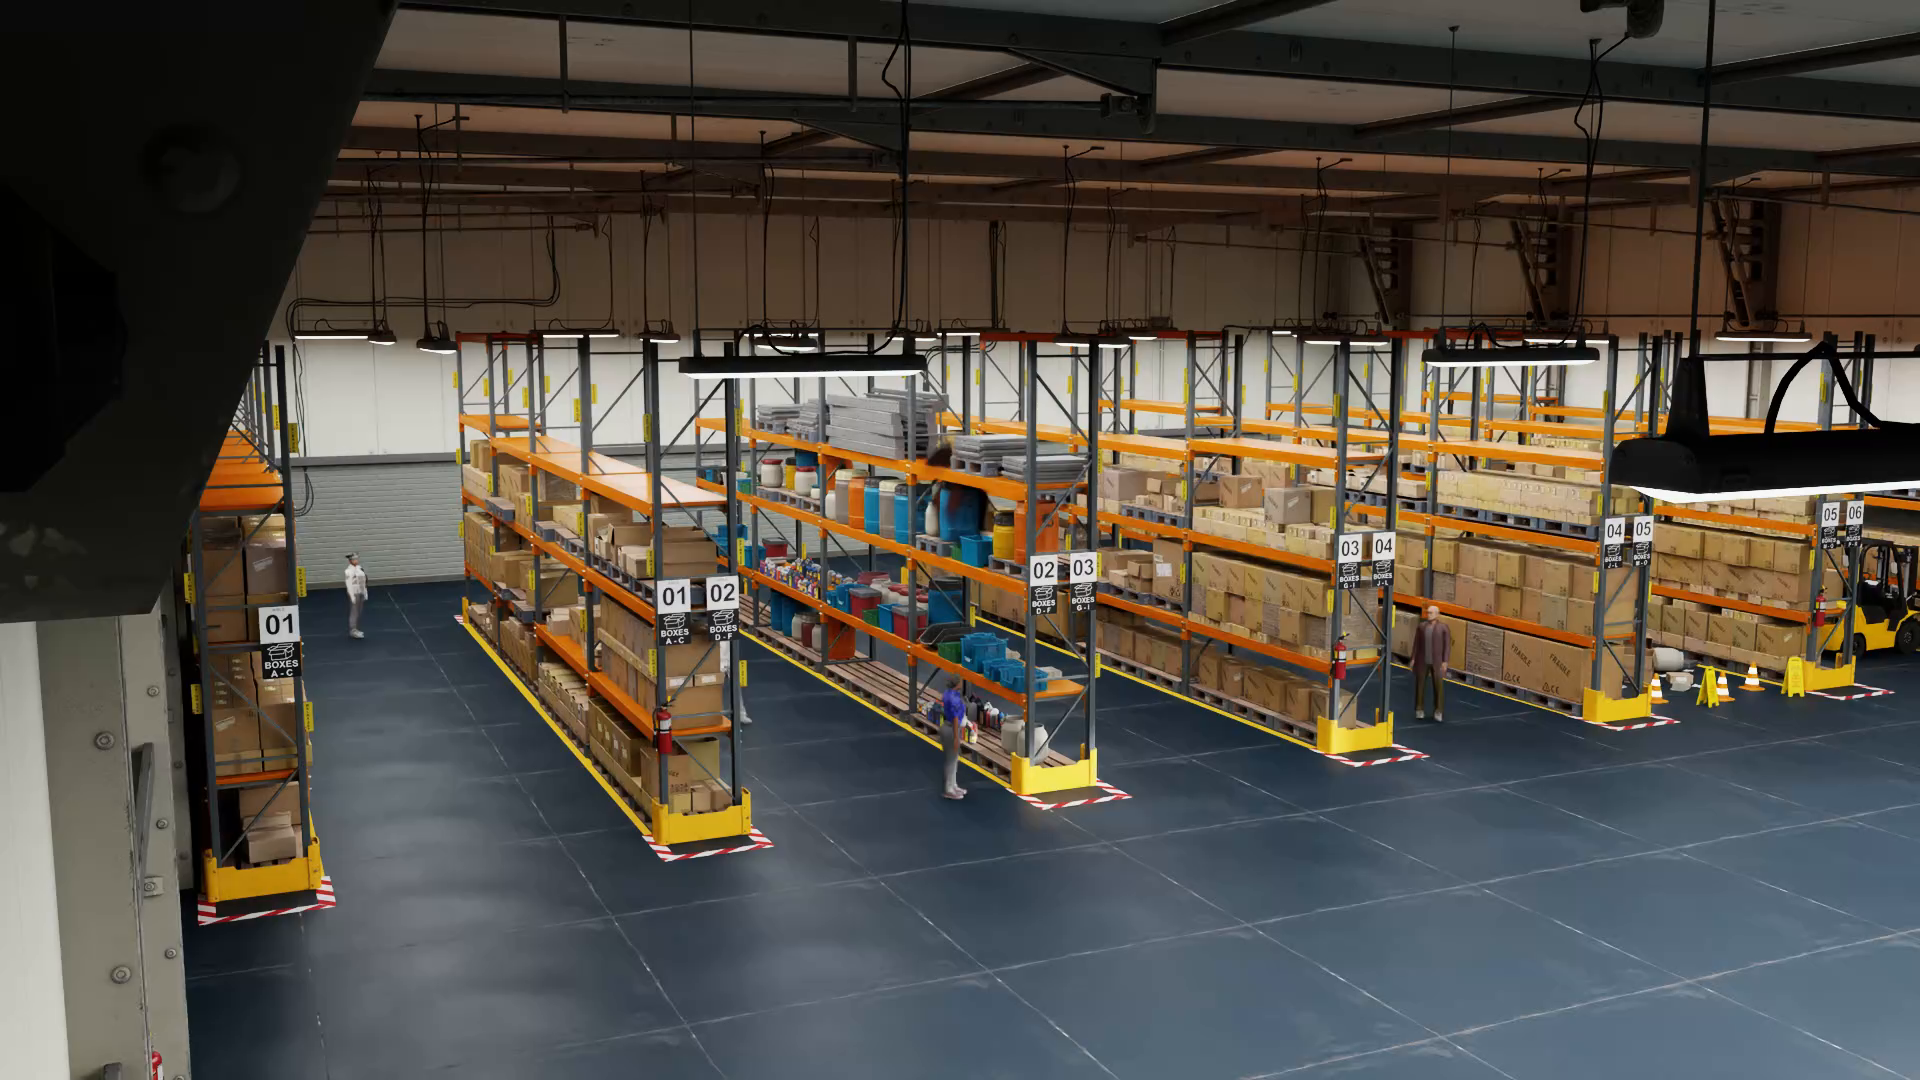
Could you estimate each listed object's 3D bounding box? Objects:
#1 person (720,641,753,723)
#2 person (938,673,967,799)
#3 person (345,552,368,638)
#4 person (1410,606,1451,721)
[{"bbox_3d":[-3.647,1.961,25.914,0.564,1.722,1.010,-5,9,-32],"label":"person"},{"bbox_3d":[-0.074,2.561,21.837,0.398,1.667,0.476,-2,8,-14],"label":"person"},{"bbox_3d":[-11.950,1.079,32.897,0.423,1.702,0.528,0,8,-2],"label":"person"},{"bbox_3d":[7.389,1.925,26.158,0.618,1.787,0.435,3,8,21],"label":"person"}]
